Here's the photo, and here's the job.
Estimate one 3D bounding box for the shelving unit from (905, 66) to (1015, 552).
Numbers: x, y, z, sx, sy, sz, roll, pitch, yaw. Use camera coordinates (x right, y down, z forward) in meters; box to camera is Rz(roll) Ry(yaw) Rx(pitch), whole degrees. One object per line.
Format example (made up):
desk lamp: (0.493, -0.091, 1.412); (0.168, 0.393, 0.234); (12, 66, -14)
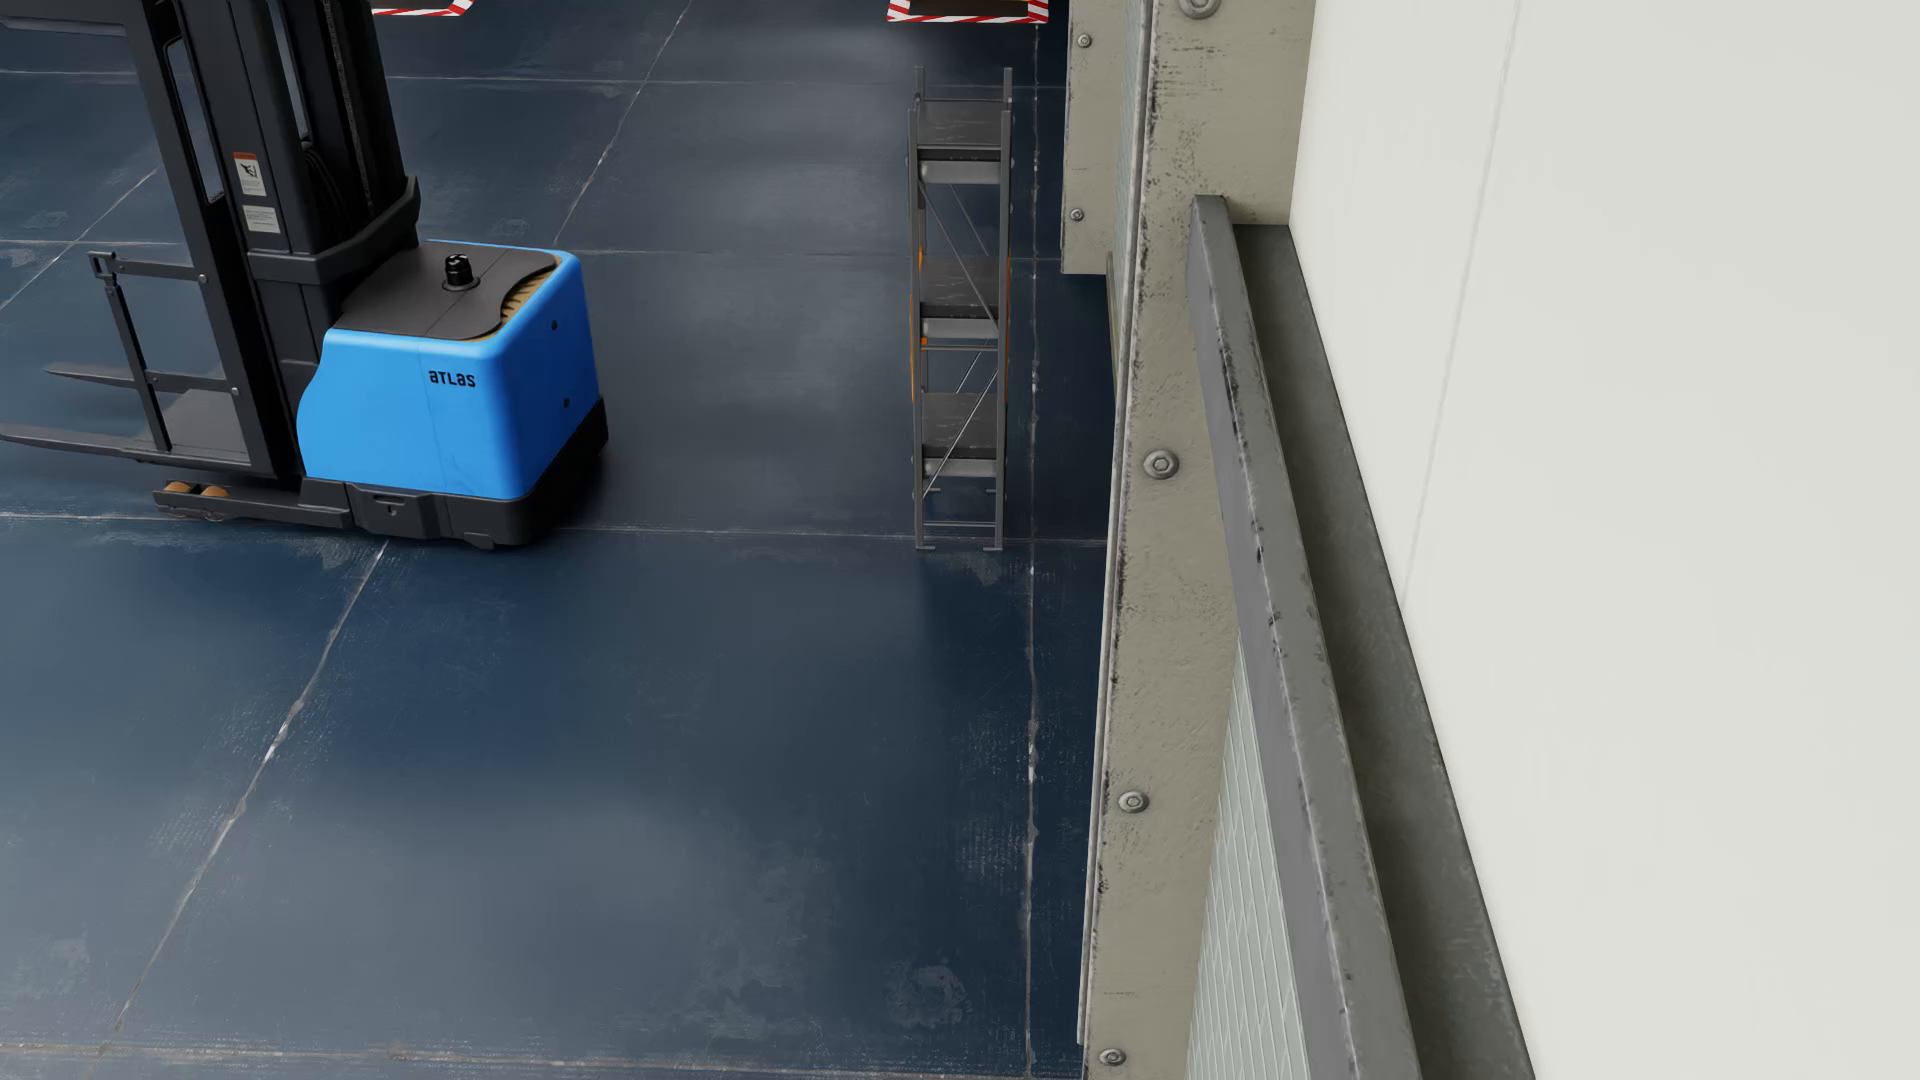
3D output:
shelving unit: (0.007, -0.954, 7.282); (0.431, 2.100, 0.503); (1, 35, 2)

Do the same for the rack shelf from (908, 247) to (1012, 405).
rack shelf: (0.007, -0.943, 7.289); (0.431, 0.518, 0.480); (1, 35, 2)

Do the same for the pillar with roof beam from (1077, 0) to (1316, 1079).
pillar with roof beam: (-3.771, -2.054, 2.847); (9.100, 9.000, 0.400); (1, 35, 2)

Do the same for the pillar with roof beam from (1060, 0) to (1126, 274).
pillar with roof beam: (-3.530, -5.502, 7.752); (9.100, 9.000, 0.400); (1, 35, 2)

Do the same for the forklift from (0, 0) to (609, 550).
forklift: (-3.334, -1.574, 7.440); (3.031, 2.935, 1.130); (7, 36, 9)

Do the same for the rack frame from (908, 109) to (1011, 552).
rack frame: (-0.003, -0.814, 7.082); (0.400, 2.100, 0.015); (1, 35, 2)

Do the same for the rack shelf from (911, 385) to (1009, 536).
rack shelf: (0.007, -0.370, 7.692); (0.431, 0.518, 0.480); (1, 35, 2)

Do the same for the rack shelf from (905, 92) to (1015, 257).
rack shelf: (0.007, -1.516, 6.887); (0.431, 0.518, 0.480); (1, 35, 2)

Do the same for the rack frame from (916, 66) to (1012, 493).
rack frame: (0.016, -1.094, 7.481); (0.400, 2.100, 0.015); (1, 35, 2)
